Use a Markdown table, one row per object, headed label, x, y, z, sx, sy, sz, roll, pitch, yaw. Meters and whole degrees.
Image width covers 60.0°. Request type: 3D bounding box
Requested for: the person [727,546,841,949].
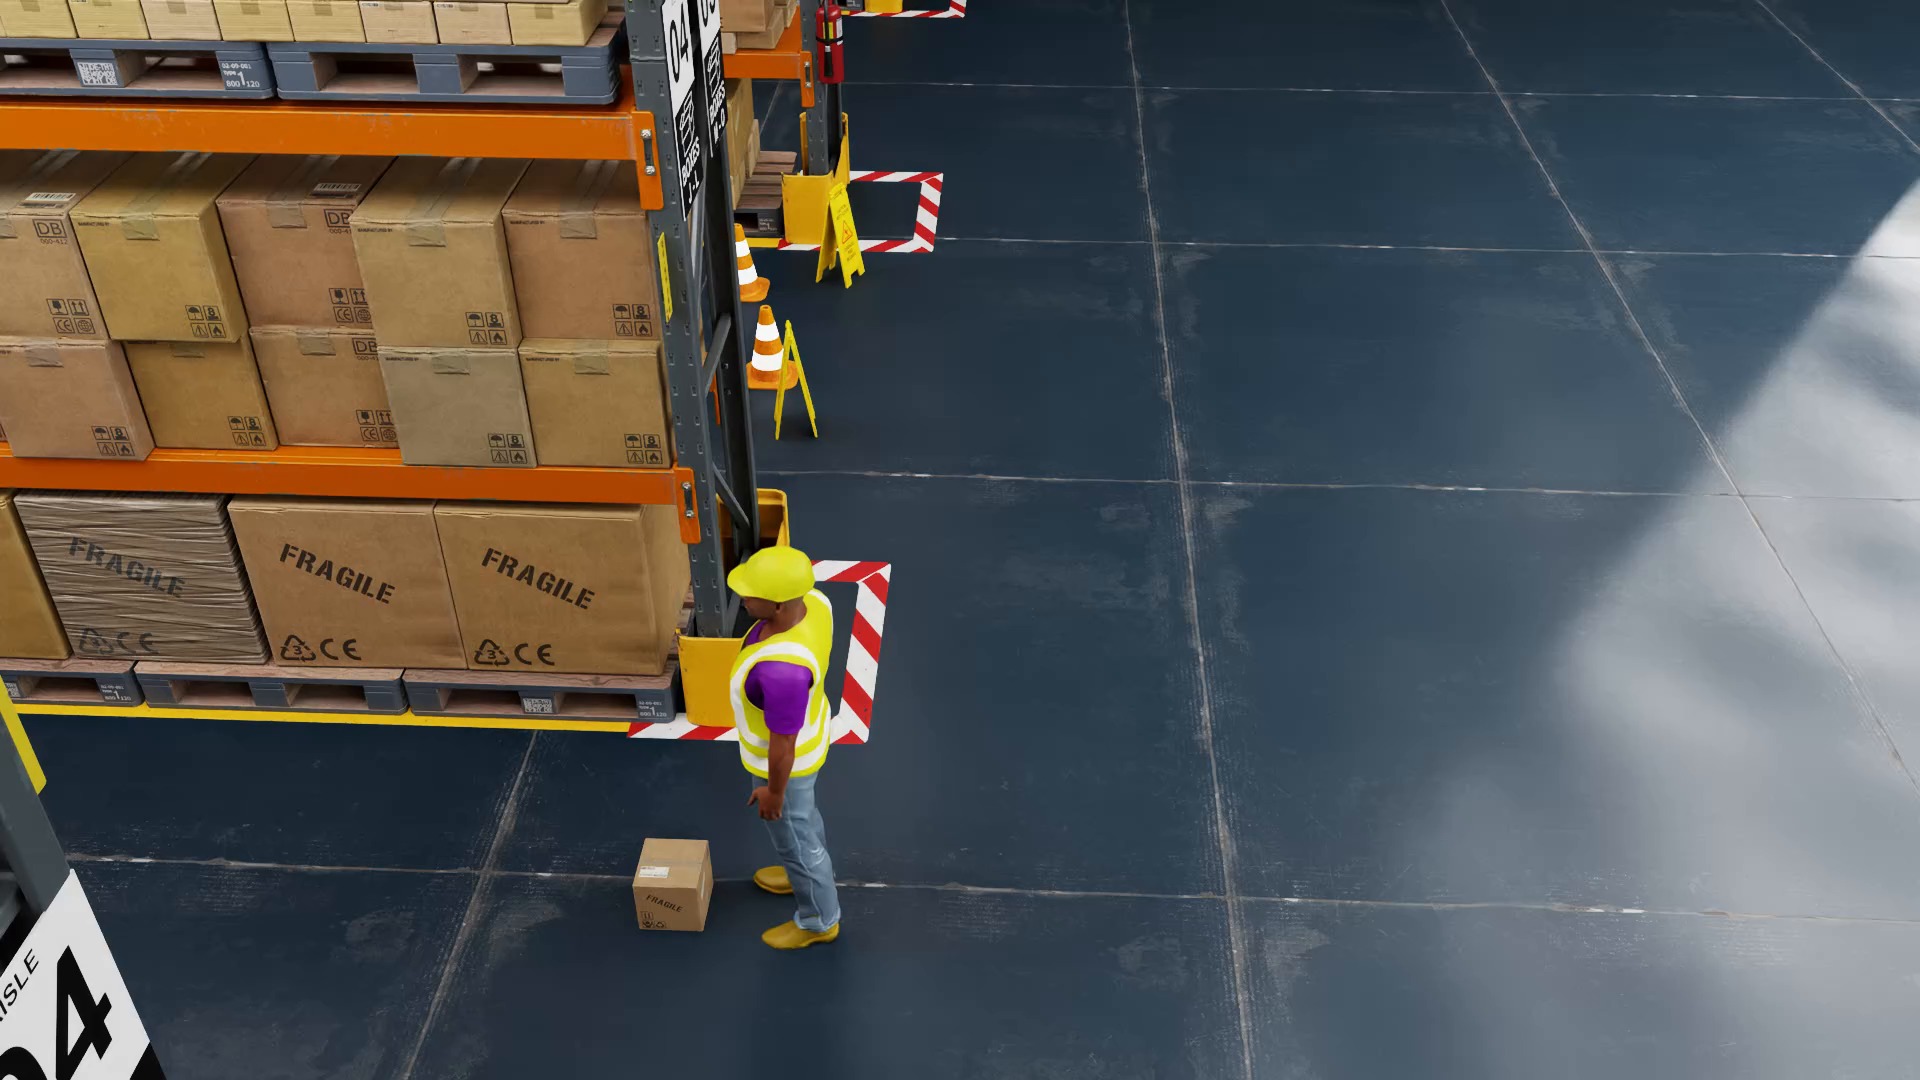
| label | x | y | z | sx | sy | sz | roll | pitch | yaw |
| --- | --- | --- | --- | --- | --- | --- | --- | --- | --- |
| person | -0.645 | 0.758 | 6.054 | 0.382 | 1.784 | 0.563 | 2 | 36 | 3 |
